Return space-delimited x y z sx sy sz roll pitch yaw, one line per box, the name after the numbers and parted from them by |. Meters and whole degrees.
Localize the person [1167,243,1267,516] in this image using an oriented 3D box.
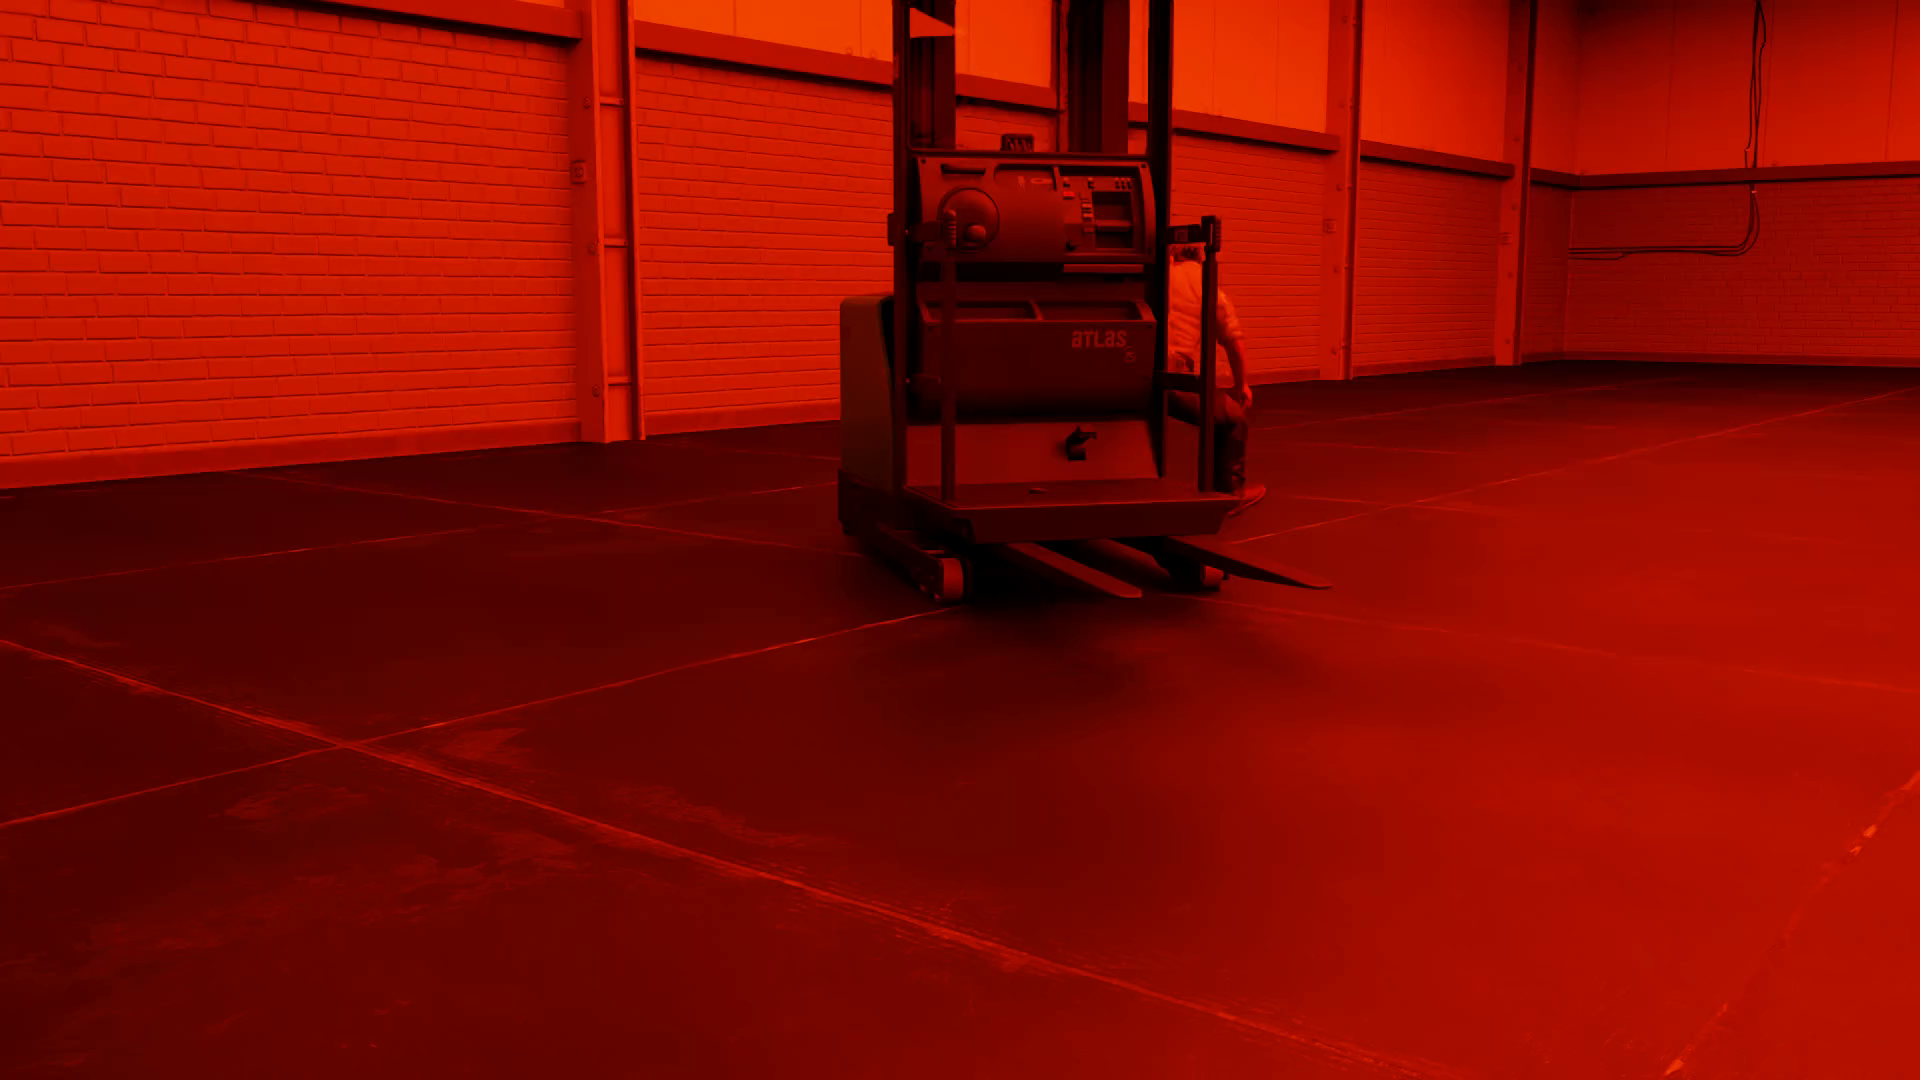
0.917 -0.769 8.041 1.150 1.363 0.715 1 8 10 | person

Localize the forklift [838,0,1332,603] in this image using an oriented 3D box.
0.356 -1.290 6.095 1.130 2.935 3.031 -2 9 -16 | forklift
